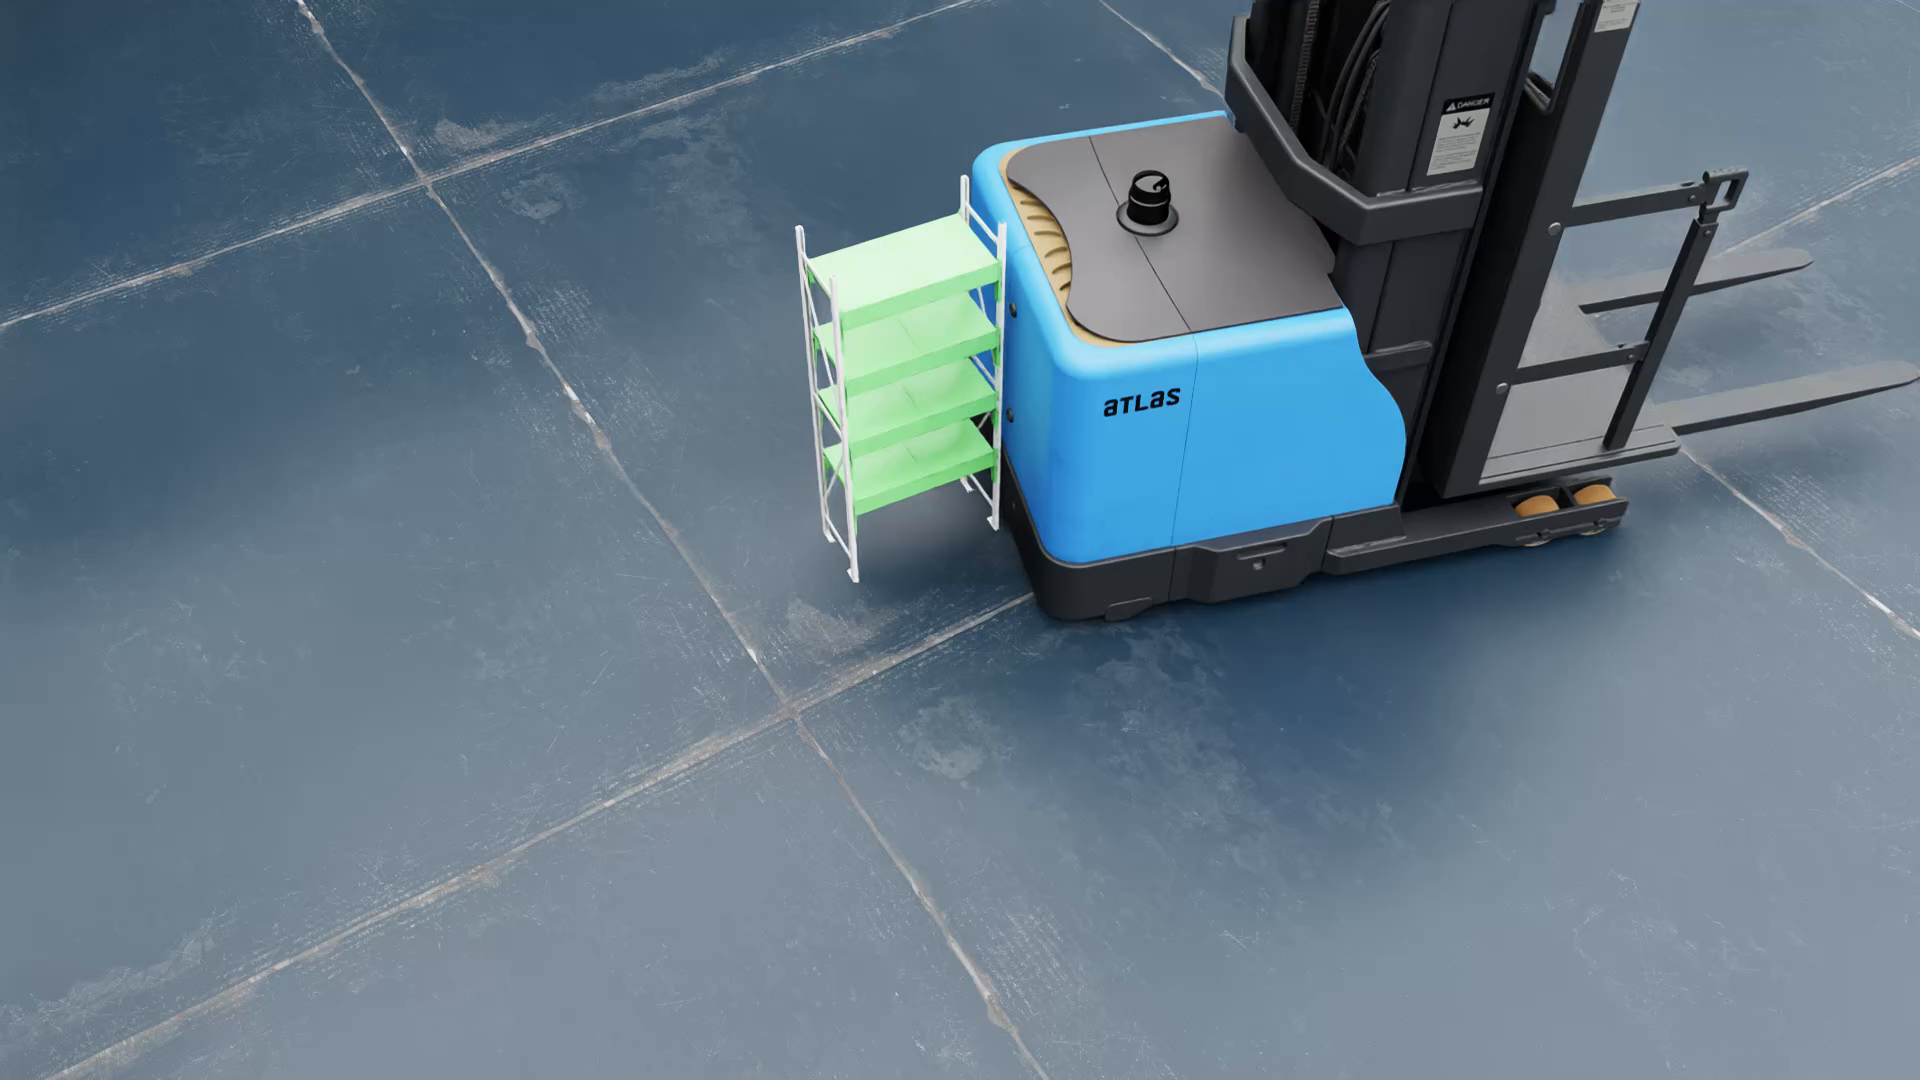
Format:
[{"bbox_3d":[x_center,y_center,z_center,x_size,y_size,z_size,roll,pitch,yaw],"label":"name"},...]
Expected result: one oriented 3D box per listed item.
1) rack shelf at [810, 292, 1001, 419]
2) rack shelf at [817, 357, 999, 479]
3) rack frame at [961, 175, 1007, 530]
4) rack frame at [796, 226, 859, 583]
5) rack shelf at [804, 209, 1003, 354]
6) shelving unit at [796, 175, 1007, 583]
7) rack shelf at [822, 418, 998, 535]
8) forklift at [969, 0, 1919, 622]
[{"bbox_3d":[-0.155,-0.547,4.698,0.480,0.148,0.258,-21,52,-17],"label":"rack shelf"},{"bbox_3d":[-0.155,-0.387,4.877,0.480,0.148,0.258,-21,52,-17],"label":"rack shelf"},{"bbox_3d":[0.063,-0.512,4.903,0.015,1.200,0.240,-21,52,-17],"label":"rack frame"},{"bbox_3d":[-0.373,-0.348,4.756,0.015,1.200,0.240,-21,52,-17],"label":"rack frame"},{"bbox_3d":[-0.155,-0.707,4.519,0.480,0.148,0.258,-21,52,-17],"label":"rack shelf"},{"bbox_3d":[-0.155,-0.430,4.829,0.503,1.200,0.258,-21,52,-17],"label":"shelving unit"},{"bbox_3d":[-0.155,-0.228,5.056,0.480,0.148,0.258,-21,52,-17],"label":"rack shelf"},{"bbox_3d":[1.595,-1.329,4.471,3.031,2.935,1.130,-11,49,-9],"label":"forklift"}]
